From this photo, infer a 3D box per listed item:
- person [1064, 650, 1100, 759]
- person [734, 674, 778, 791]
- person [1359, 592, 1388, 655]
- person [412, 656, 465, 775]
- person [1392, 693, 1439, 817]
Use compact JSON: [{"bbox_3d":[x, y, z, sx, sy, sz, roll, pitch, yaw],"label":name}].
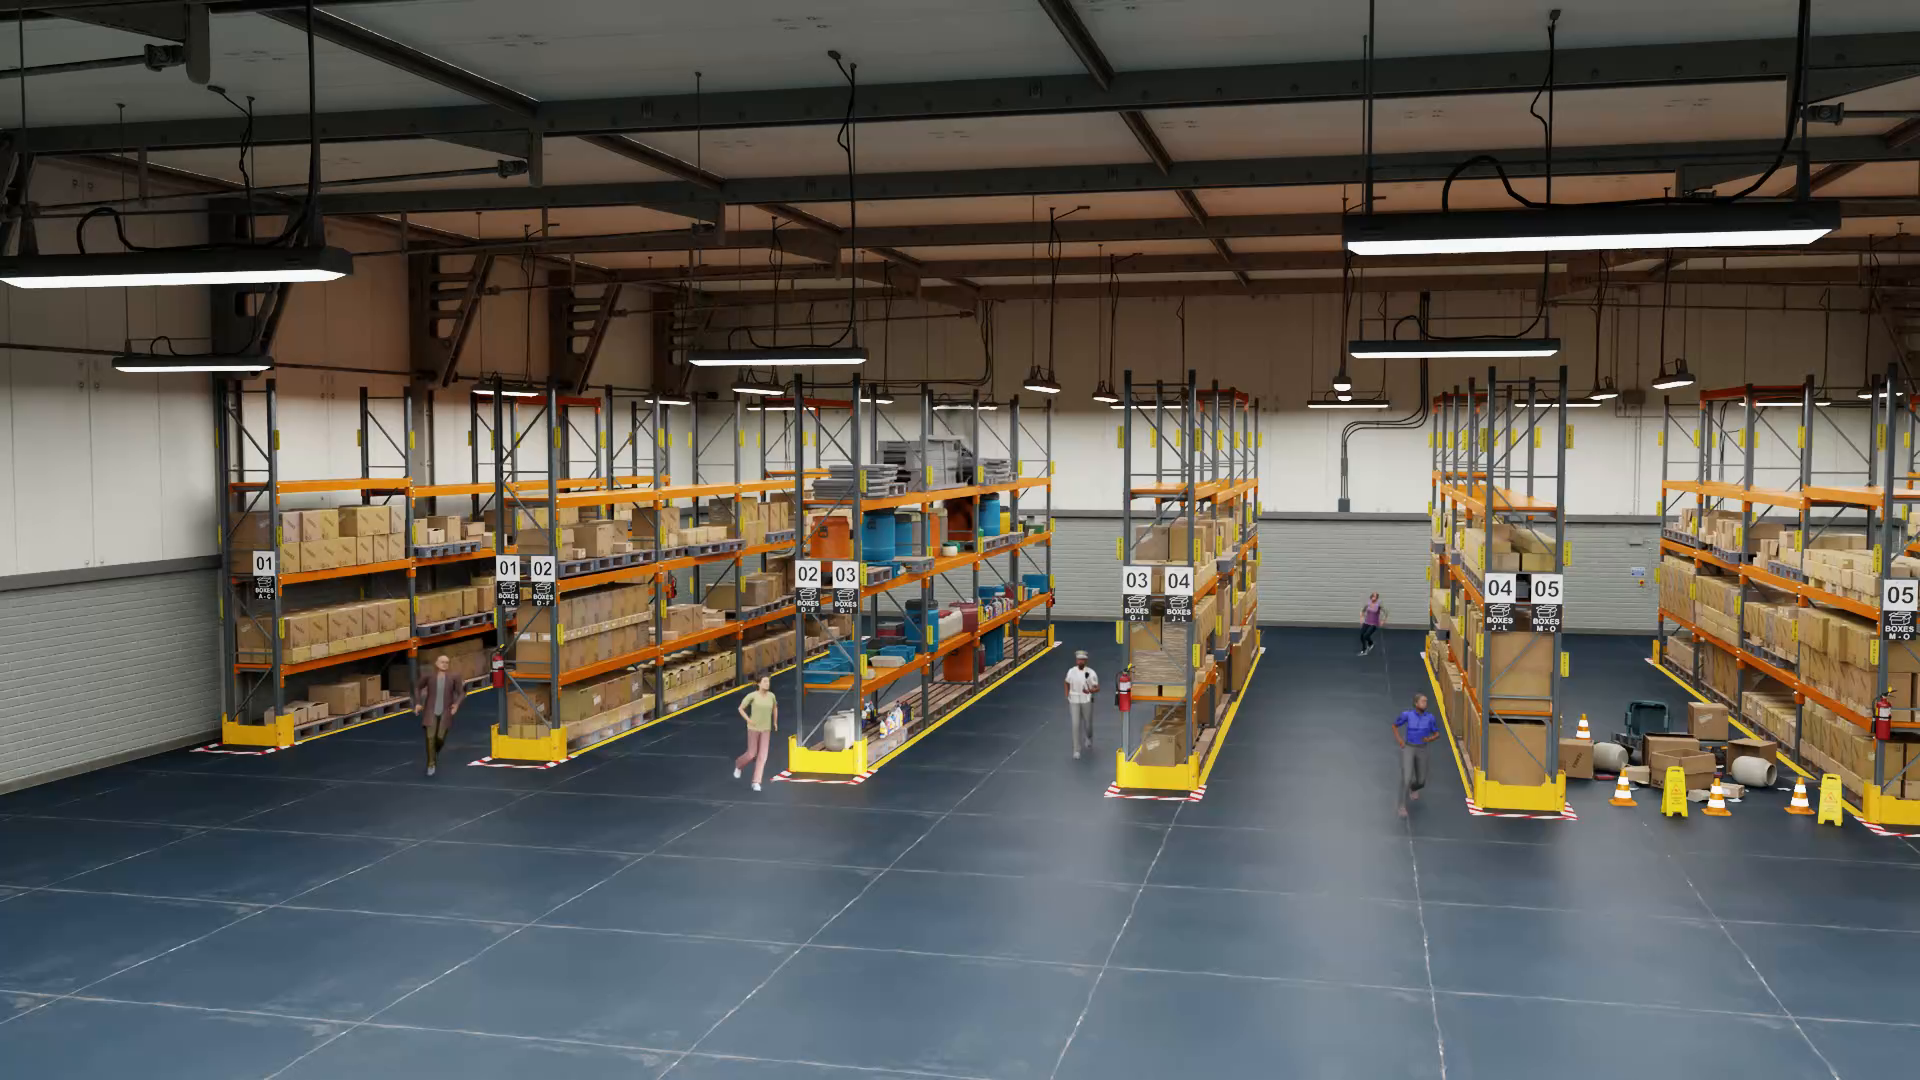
[{"bbox_3d":[1.910,2.575,26.357,0.568,1.671,0.871,1,3,11],"label":"person"},{"bbox_3d":[-2.876,2.745,24.034,0.634,1.618,0.832,-2,4,-30],"label":"person"},{"bbox_3d":[9.525,1.954,38.498,0.656,1.512,0.484,3,5,42],"label":"person"},{"bbox_3d":[-7.895,2.637,25.211,0.766,1.750,0.761,-1,4,-18],"label":"person"},{"bbox_3d":[6.154,2.878,22.445,0.592,1.624,0.741,0,3,1],"label":"person"}]
